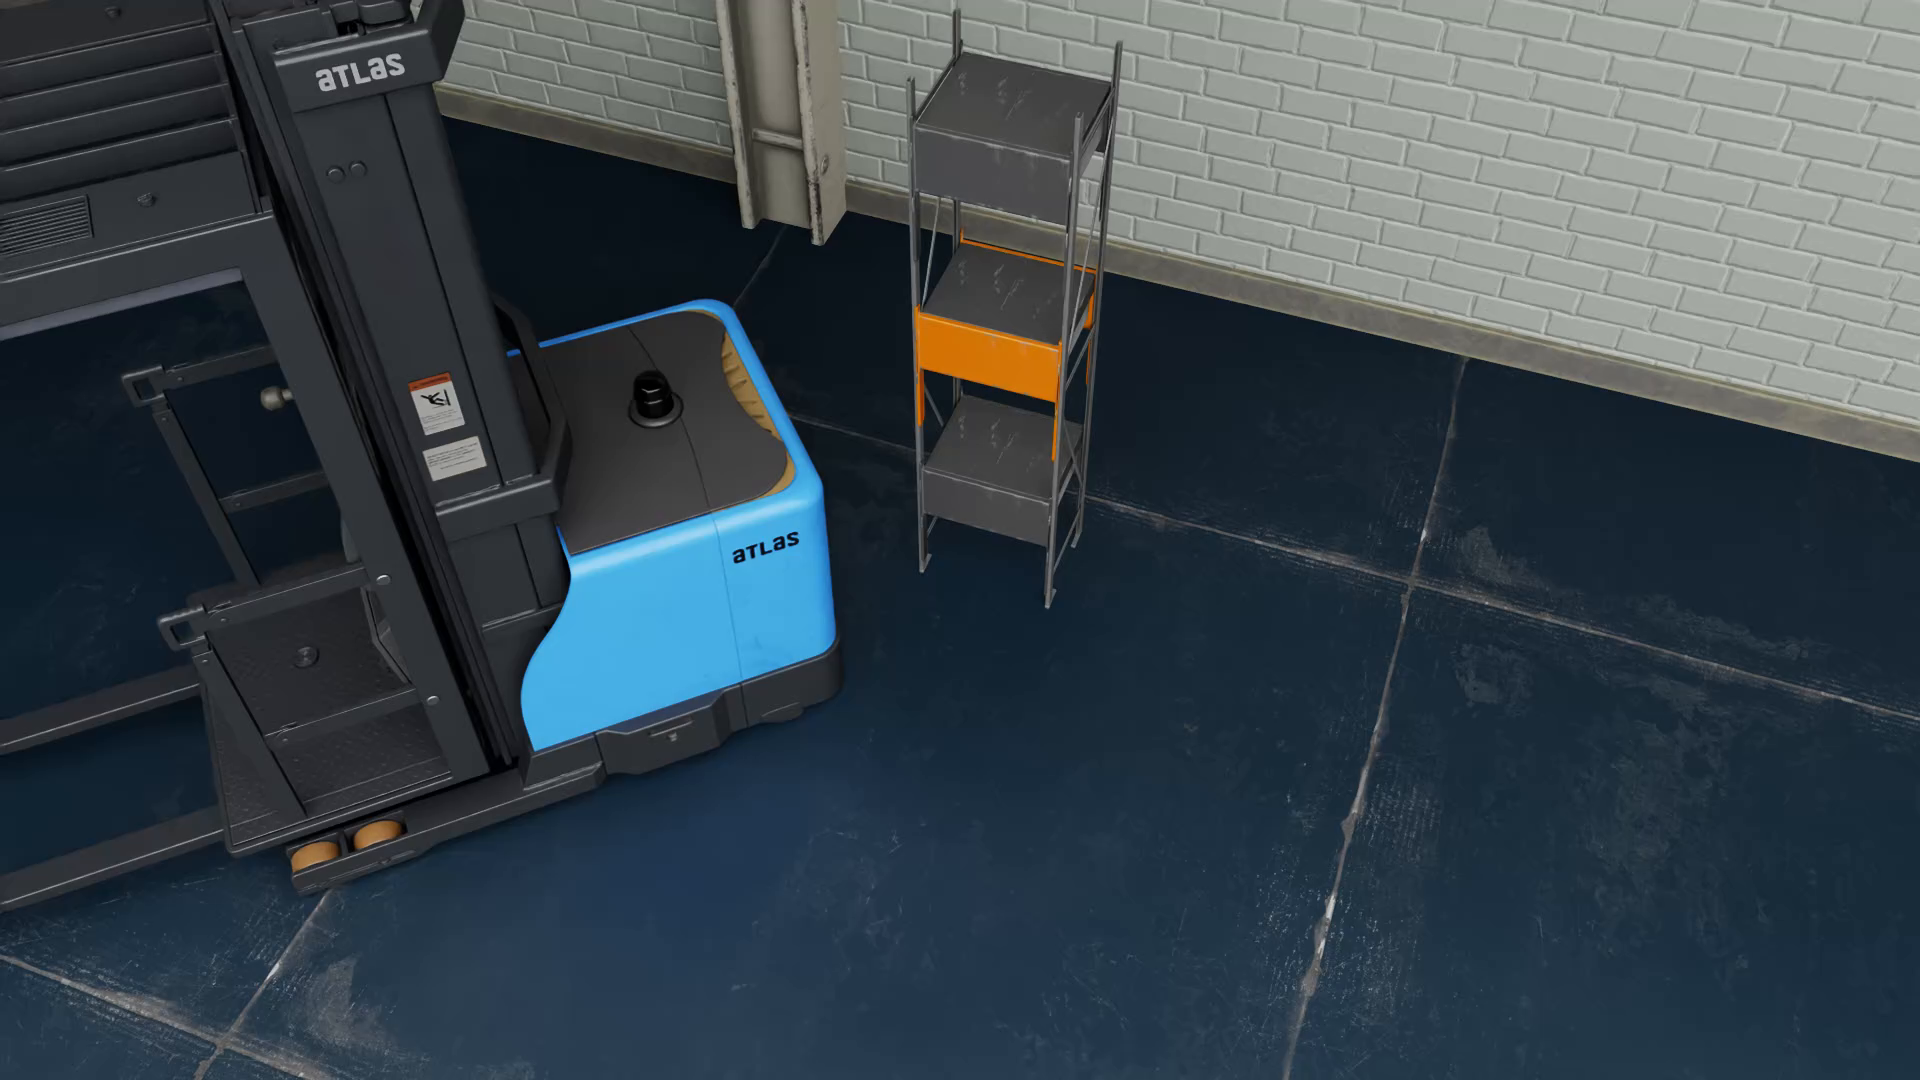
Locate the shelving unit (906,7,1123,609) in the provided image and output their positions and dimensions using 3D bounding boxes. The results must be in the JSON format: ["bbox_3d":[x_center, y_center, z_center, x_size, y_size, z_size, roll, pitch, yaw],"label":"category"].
[{"bbox_3d":[0.155,-0.644,5.419,0.503,2.100,0.431,16,51,13],"label":"shelving unit"}]

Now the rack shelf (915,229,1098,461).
[{"bbox_3d":[0.155,-0.635,5.429,0.480,0.518,0.431,16,51,13],"label":"rack shelf"}]

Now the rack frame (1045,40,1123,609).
[{"bbox_3d":[0.384,-0.580,5.364,0.015,2.100,0.400,16,51,13],"label":"rack frame"}]

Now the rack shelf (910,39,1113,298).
[{"bbox_3d":[0.155,-1.094,4.900,0.480,0.518,0.431,16,51,13],"label":"rack shelf"}]

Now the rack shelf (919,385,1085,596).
[{"bbox_3d":[0.155,-0.177,5.958,0.480,0.518,0.431,16,51,13],"label":"rack shelf"}]

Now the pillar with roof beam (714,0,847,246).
[{"bbox_3d":[-2.235,-1.361,1.475,0.400,9.000,9.100,16,51,13],"label":"pillar with roof beam"}]

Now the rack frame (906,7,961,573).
[{"bbox_3d":[-0.074,-0.708,5.474,0.015,2.100,0.400,16,51,13],"label":"rack frame"}]

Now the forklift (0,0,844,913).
[{"bbox_3d":[-1.965,-0.306,4.575,3.031,2.935,1.130,-18,51,-15],"label":"forklift"}]
